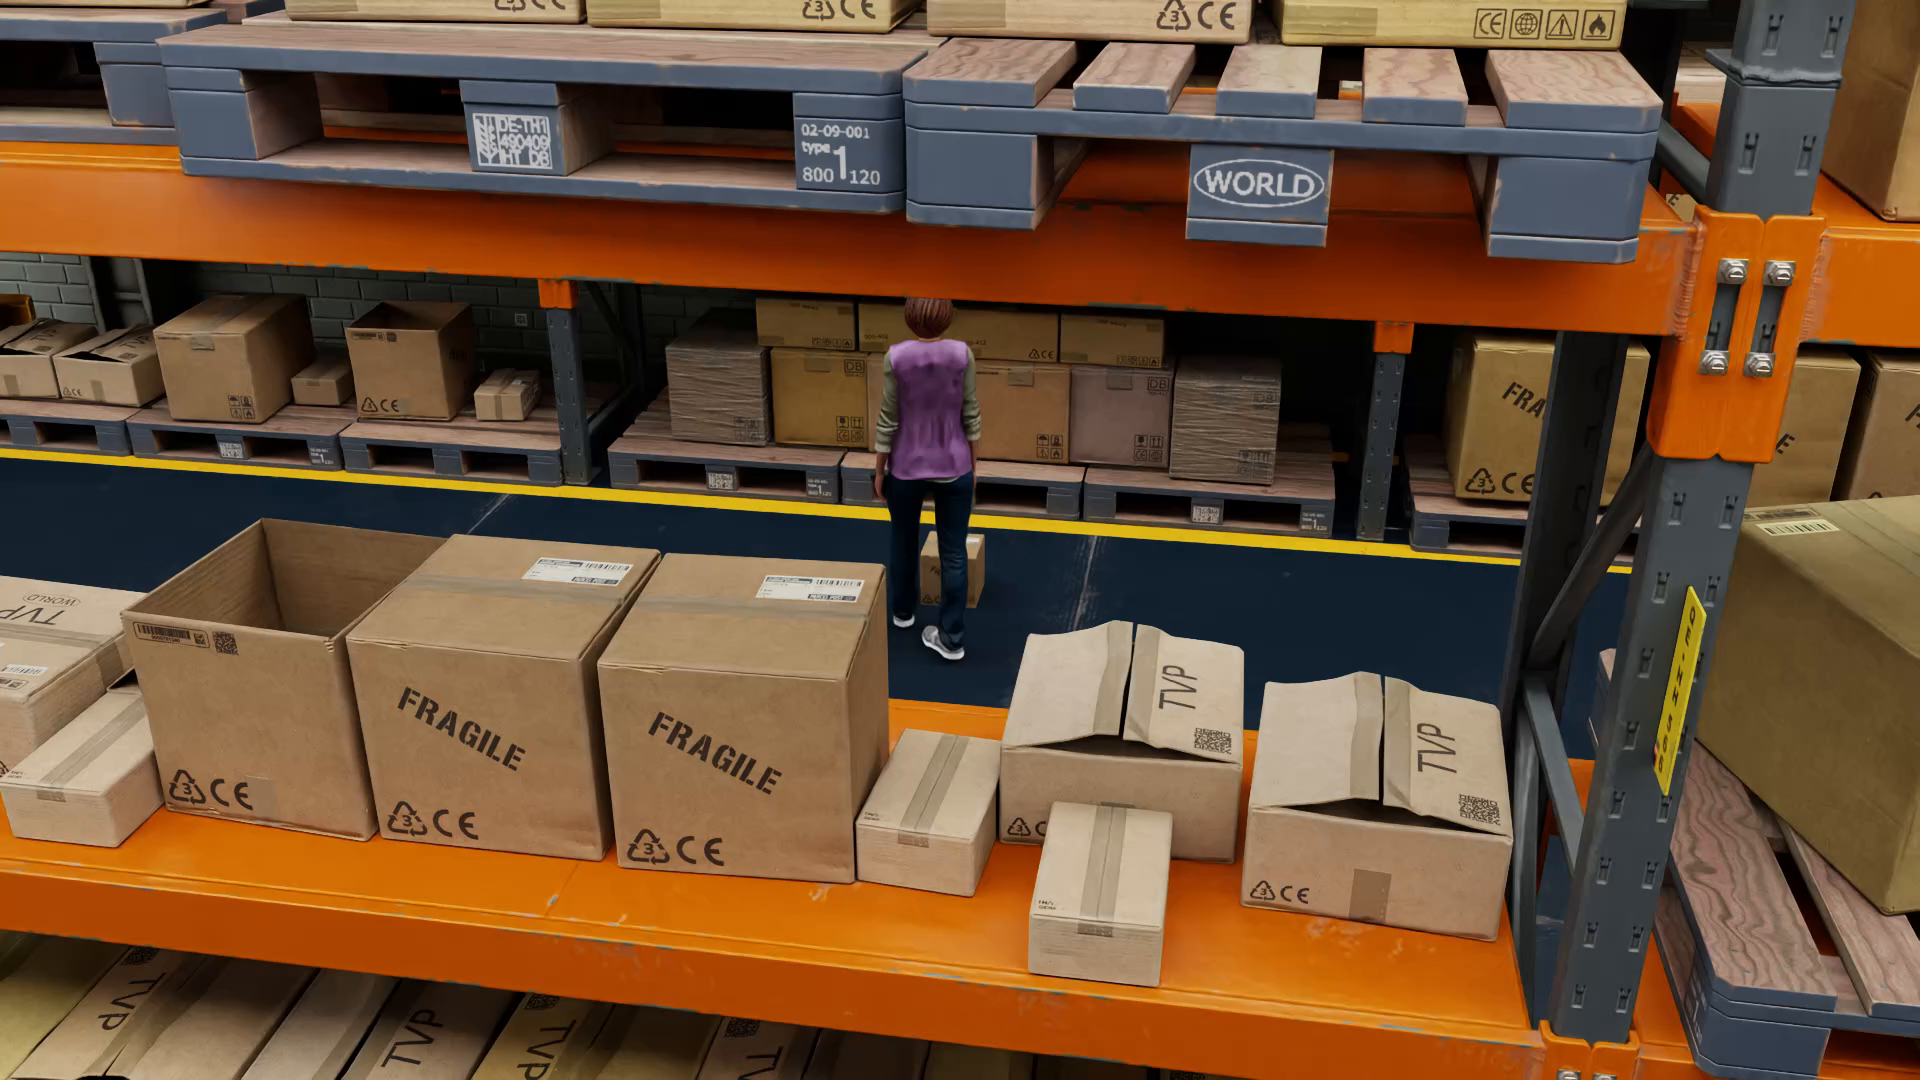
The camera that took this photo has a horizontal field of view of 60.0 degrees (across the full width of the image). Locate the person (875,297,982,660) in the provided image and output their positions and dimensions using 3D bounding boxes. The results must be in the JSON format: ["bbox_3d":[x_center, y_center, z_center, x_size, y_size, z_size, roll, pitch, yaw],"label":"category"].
[{"bbox_3d":[-0.136,-0.319,6.784,0.430,1.593,0.597,-2,25,-4],"label":"person"}]
